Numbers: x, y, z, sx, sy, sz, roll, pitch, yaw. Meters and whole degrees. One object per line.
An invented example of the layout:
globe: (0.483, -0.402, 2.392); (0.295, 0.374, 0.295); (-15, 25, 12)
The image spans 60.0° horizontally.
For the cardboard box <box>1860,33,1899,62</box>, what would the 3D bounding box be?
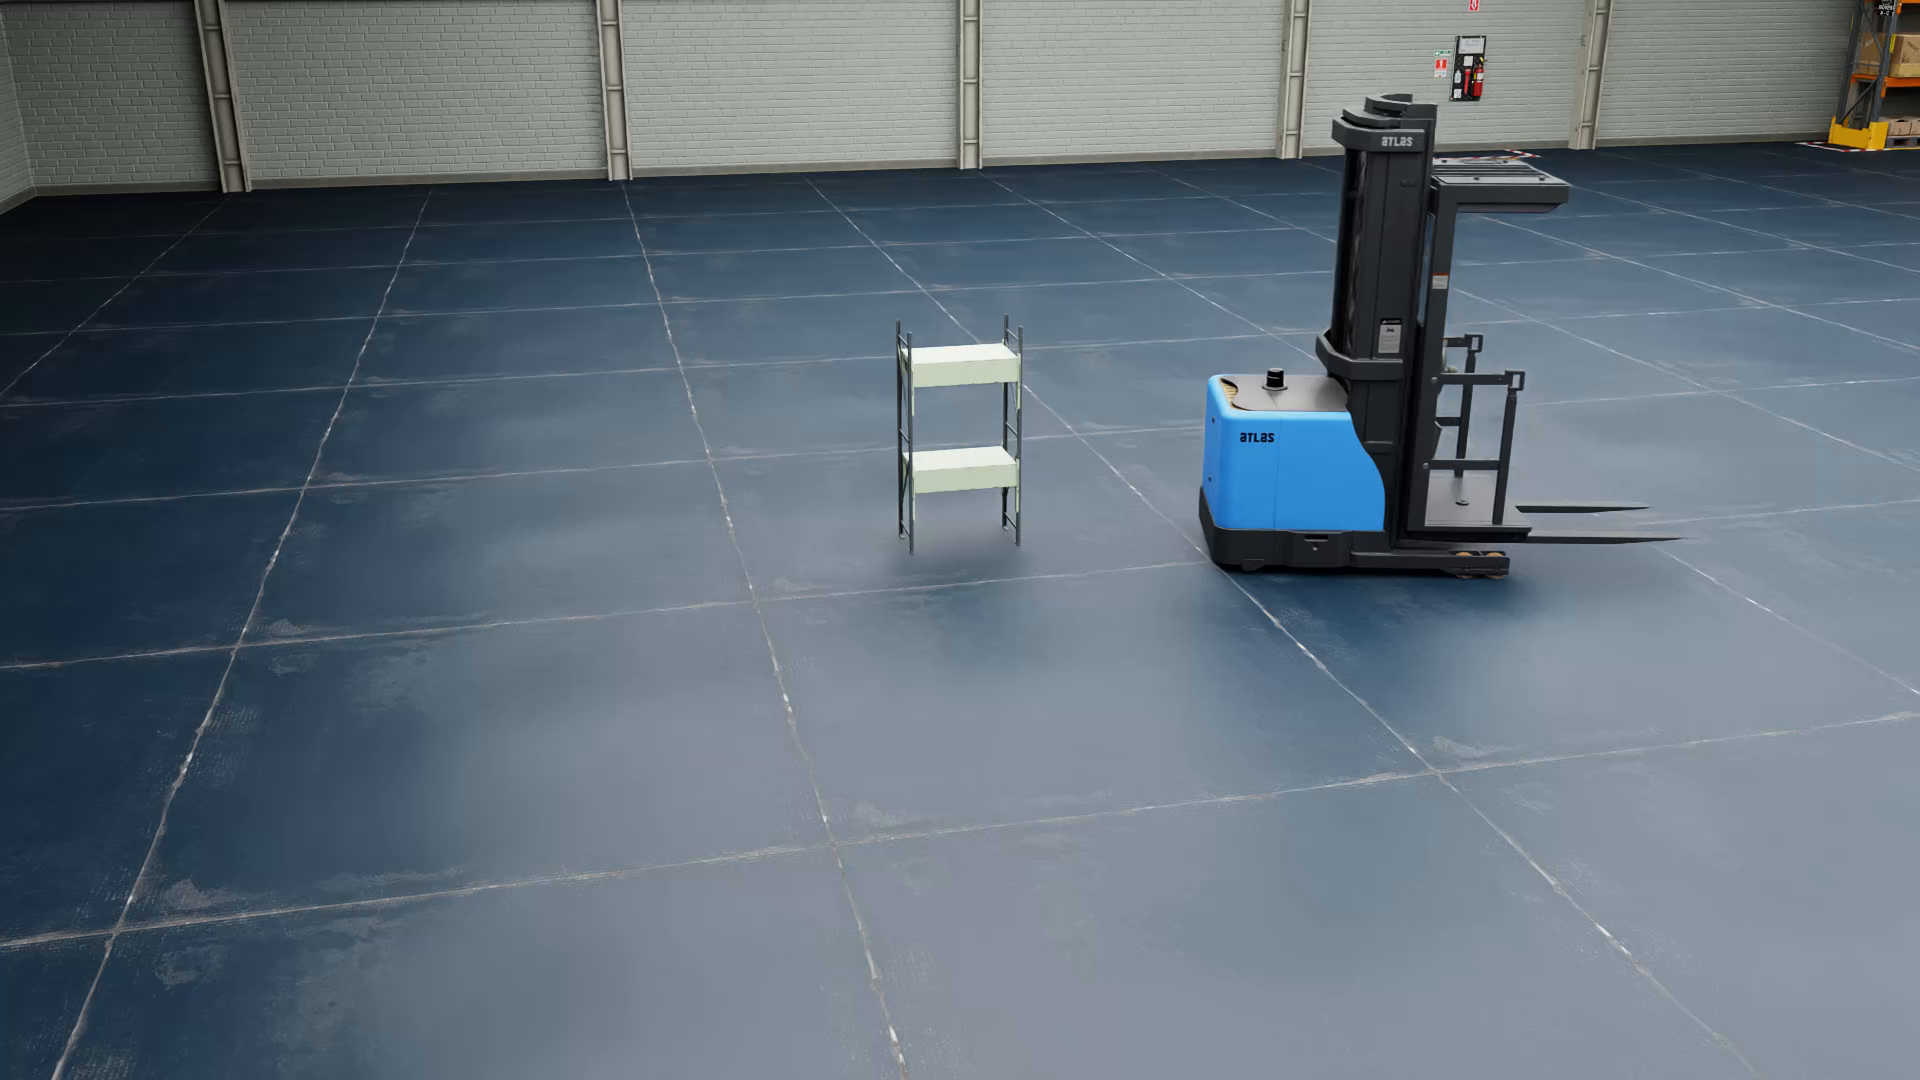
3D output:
cardboard box: (17.605, -9.404, 31.724); (0.500, 0.500, 0.500); (-5, 21, -13)

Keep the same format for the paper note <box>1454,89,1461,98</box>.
paper note: (9.237, -8.287, 30.857); (0.142, 0.148, 0.016); (-5, 21, -12)

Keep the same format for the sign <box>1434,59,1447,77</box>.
sign: (8.863, -8.699, 30.649); (0.234, 0.329, 0.001); (-5, 21, -12)

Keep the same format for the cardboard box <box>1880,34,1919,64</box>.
cardboard box: (17.729, -9.233, 31.257); (0.500, 0.500, 0.500); (-5, 21, -12)

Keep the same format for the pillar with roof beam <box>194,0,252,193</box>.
pillar with roof beam: (-10.527, -8.351, 21.029); (0.400, 9.000, 9.100); (-5, 21, -12)

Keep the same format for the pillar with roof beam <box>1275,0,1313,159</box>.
pillar with roof beam: (6.990, -9.775, 24.918); (0.400, 9.000, 9.100); (-5, 21, -12)

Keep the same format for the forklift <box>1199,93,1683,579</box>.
forklift: (3.159, -1.314, 10.641); (3.031, 2.935, 1.130); (1, 20, 2)

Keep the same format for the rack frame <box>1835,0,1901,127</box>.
rack frame: (17.195, -9.004, 31.535); (0.127, 3.000, 1.000); (-5, 21, -12)

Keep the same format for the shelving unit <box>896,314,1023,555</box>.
shelving unit: (-0.006, -0.704, 11.055); (0.755, 1.500, 0.431); (-5, 21, -12)

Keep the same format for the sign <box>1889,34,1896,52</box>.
sign: (17.320, -9.229, 30.890); (0.005, 0.325, 0.100); (-5, 21, -12)

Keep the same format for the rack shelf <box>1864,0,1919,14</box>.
rack shelf: (19.142, -10.233, 31.575); (4.000, 0.370, 1.077); (-5, 21, -12)

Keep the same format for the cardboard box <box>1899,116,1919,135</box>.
cardboard box: (18.444, -8.018, 32.112); (0.500, 0.311, 0.500); (-3, 20, -8)

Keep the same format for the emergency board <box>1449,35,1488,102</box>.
emergency board: (9.425, -8.692, 30.681); (0.643, 1.169, 0.194); (-5, 21, -12)

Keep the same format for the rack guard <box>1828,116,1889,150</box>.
rack guard: (17.269, -7.837, 31.981); (0.348, 0.500, 1.175); (-5, 21, -12)

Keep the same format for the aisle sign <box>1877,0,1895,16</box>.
aisle sign: (17.194, -10.119, 30.798); (0.004, 0.787, 0.394); (-5, 21, -12)

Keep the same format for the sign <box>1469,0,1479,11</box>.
sign: (9.394, -9.813, 30.371); (0.199, 0.298, 0.001); (-5, 21, -12)

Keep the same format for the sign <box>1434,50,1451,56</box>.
sign: (8.869, -8.945, 30.551); (0.331, 0.109, 0.001); (-5, 21, -12)

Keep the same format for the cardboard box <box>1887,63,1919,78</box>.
cardboard box: (17.743, -8.876, 31.372); (0.500, 0.250, 0.500); (-5, 21, -14)

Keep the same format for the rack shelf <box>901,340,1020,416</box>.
rack shelf: (-0.006, -1.070, 10.921); (0.720, 0.370, 0.431); (-5, 21, -12)

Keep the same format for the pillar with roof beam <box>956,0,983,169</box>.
pillar with roof beam: (1.151, -9.301, 23.621); (0.400, 9.000, 9.100); (-5, 21, -12)

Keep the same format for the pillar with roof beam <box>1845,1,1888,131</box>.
pillar with roof beam: (18.668, -10.725, 27.511); (0.400, 9.000, 9.100); (-5, 21, -12)

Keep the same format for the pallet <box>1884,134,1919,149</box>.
pallet: (18.068, -7.753, 32.174); (1.213, 0.211, 1.003); (-5, 21, -12)

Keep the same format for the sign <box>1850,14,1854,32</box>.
sign: (17.087, -9.884, 31.793); (0.005, 0.325, 0.100); (-5, 21, -12)

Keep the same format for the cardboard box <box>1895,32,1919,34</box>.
cardboard box: (18.097, -9.440, 31.824); (0.500, 0.500, 0.500); (-4, 21, -12)

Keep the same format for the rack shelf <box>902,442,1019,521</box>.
rack shelf: (-0.006, -0.398, 11.167); (0.720, 0.370, 0.431); (-5, 21, -12)

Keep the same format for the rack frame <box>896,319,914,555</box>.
rack frame: (-0.363, -0.675, 10.976); (0.023, 1.500, 0.400); (-5, 21, -12)

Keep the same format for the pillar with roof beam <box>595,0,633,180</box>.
pillar with roof beam: (-4.688, -8.826, 22.325); (0.400, 9.000, 9.100); (-5, 21, -12)

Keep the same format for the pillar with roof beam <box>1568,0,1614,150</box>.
pillar with roof beam: (12.829, -10.250, 26.214); (0.400, 9.000, 9.100); (-5, 21, -12)

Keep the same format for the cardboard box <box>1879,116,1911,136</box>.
cardboard box: (17.889, -7.973, 31.989); (0.500, 0.311, 0.500); (-7, 21, -19)

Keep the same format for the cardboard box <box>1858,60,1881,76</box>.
cardboard box: (17.605, -9.045, 31.835); (0.500, 0.250, 0.500); (-4, 21, -12)

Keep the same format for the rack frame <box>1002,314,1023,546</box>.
rack frame: (0.350, -0.733, 11.134); (0.023, 1.500, 0.400); (-5, 21, -12)

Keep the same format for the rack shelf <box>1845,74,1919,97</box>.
rack shelf: (19.142, -8.825, 32.091); (4.000, 0.370, 1.077); (-5, 21, -12)
